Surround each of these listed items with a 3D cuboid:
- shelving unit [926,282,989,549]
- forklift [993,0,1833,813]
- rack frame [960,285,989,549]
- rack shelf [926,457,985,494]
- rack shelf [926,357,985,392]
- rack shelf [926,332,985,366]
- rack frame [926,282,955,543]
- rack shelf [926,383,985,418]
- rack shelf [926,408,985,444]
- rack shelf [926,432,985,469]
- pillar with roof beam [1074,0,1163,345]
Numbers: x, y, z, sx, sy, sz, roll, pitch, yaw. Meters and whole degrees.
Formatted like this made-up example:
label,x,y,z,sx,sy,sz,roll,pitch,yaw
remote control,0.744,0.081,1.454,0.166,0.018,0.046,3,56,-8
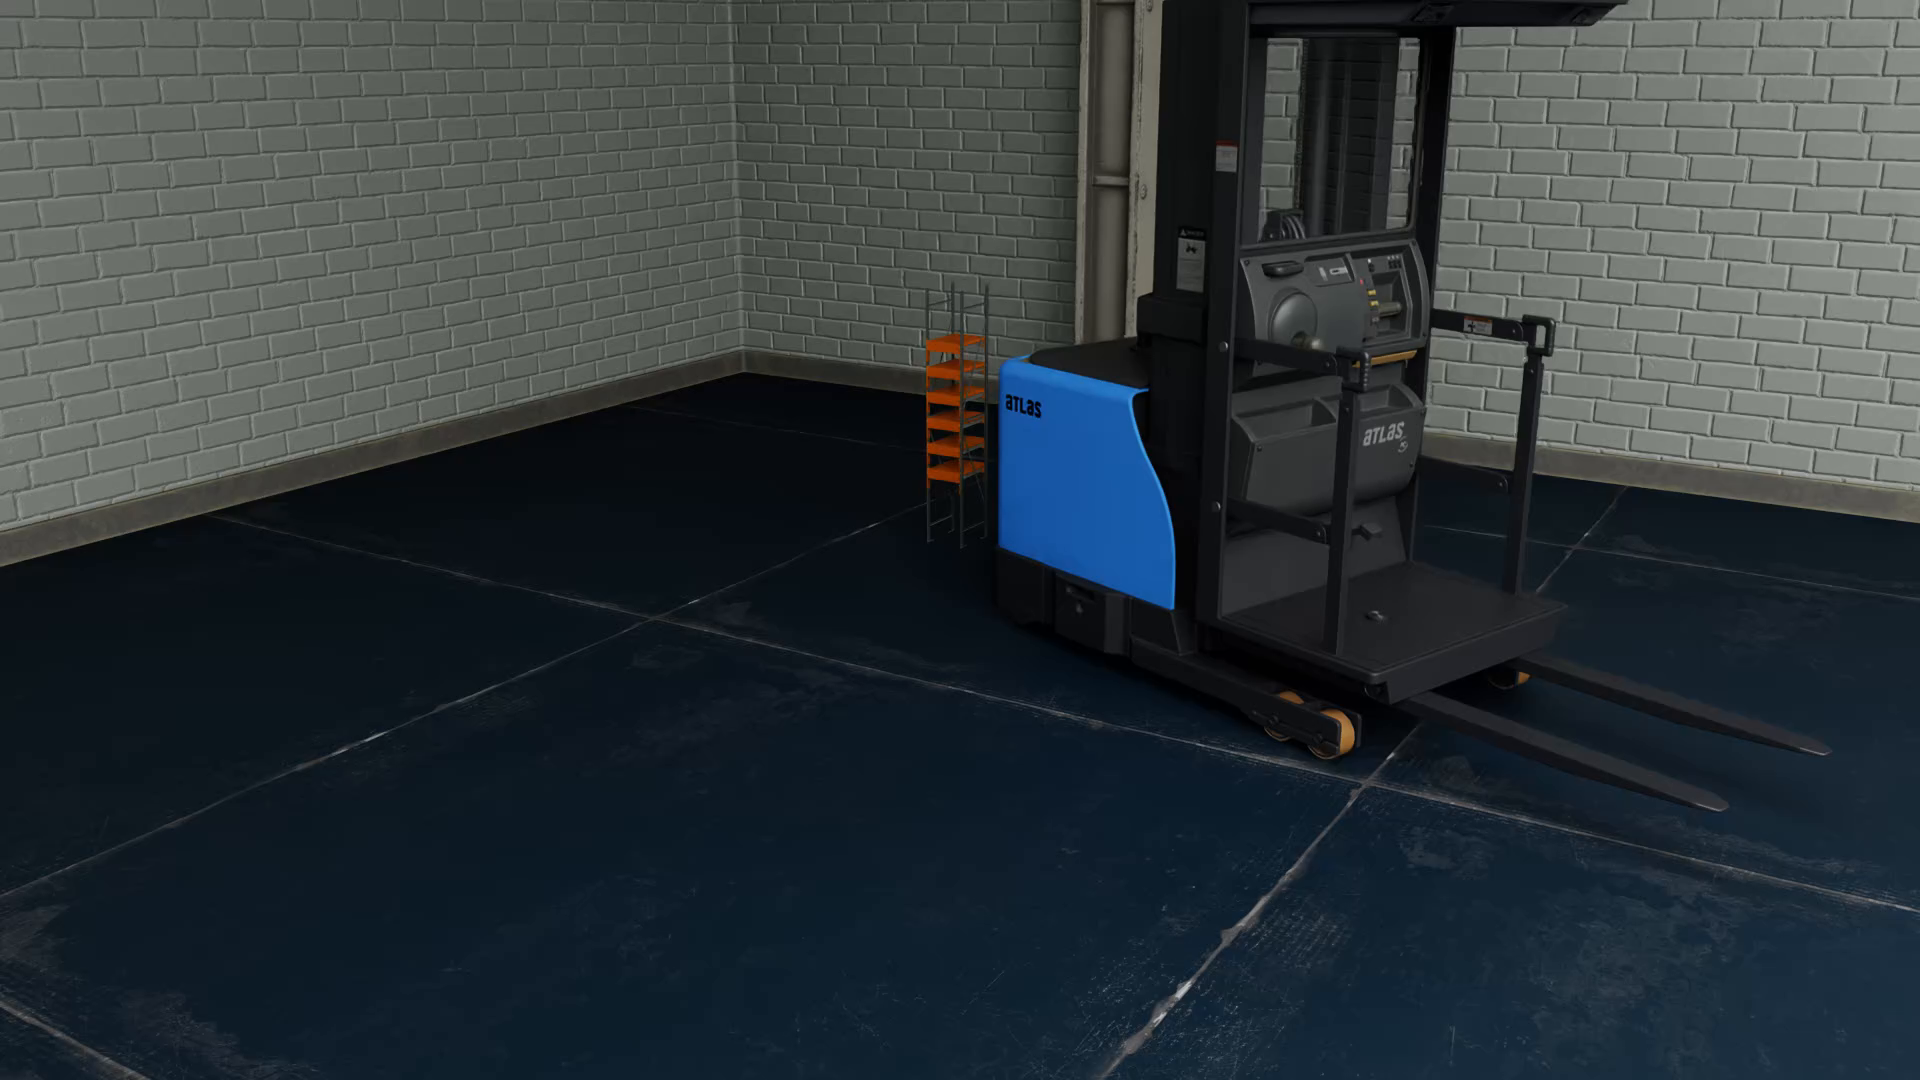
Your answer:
label,x,y,z,sx,sy,sz,roll,pitch,yaw
shelving unit,-0.012,-0.576,7.714,0.189,1.200,0.258,10,20,30
forklift,1.441,-0.840,5.602,1.130,2.935,3.031,-13,21,-36
rack frame,0.066,-0.562,7.668,0.006,1.200,0.240,10,20,30
rack shelf,-0.012,-0.304,7.797,0.180,0.103,0.258,10,20,30
rack shelf,-0.012,-0.763,7.657,0.180,0.103,0.258,10,20,30
rack shelf,-0.012,-0.878,7.622,0.180,0.103,0.258,10,20,30
rack frame,-0.090,-0.590,7.760,0.006,1.200,0.240,10,20,30
rack shelf,-0.012,-0.649,7.692,0.180,0.103,0.258,10,20,30
rack shelf,-0.012,-0.534,7.727,0.180,0.103,0.258,10,20,30
rack shelf,-0.012,-0.419,7.762,0.180,0.103,0.258,10,20,30
pillar with roof beam,-1.318,-3.953,5.413,0.400,9.000,9.100,10,20,30
